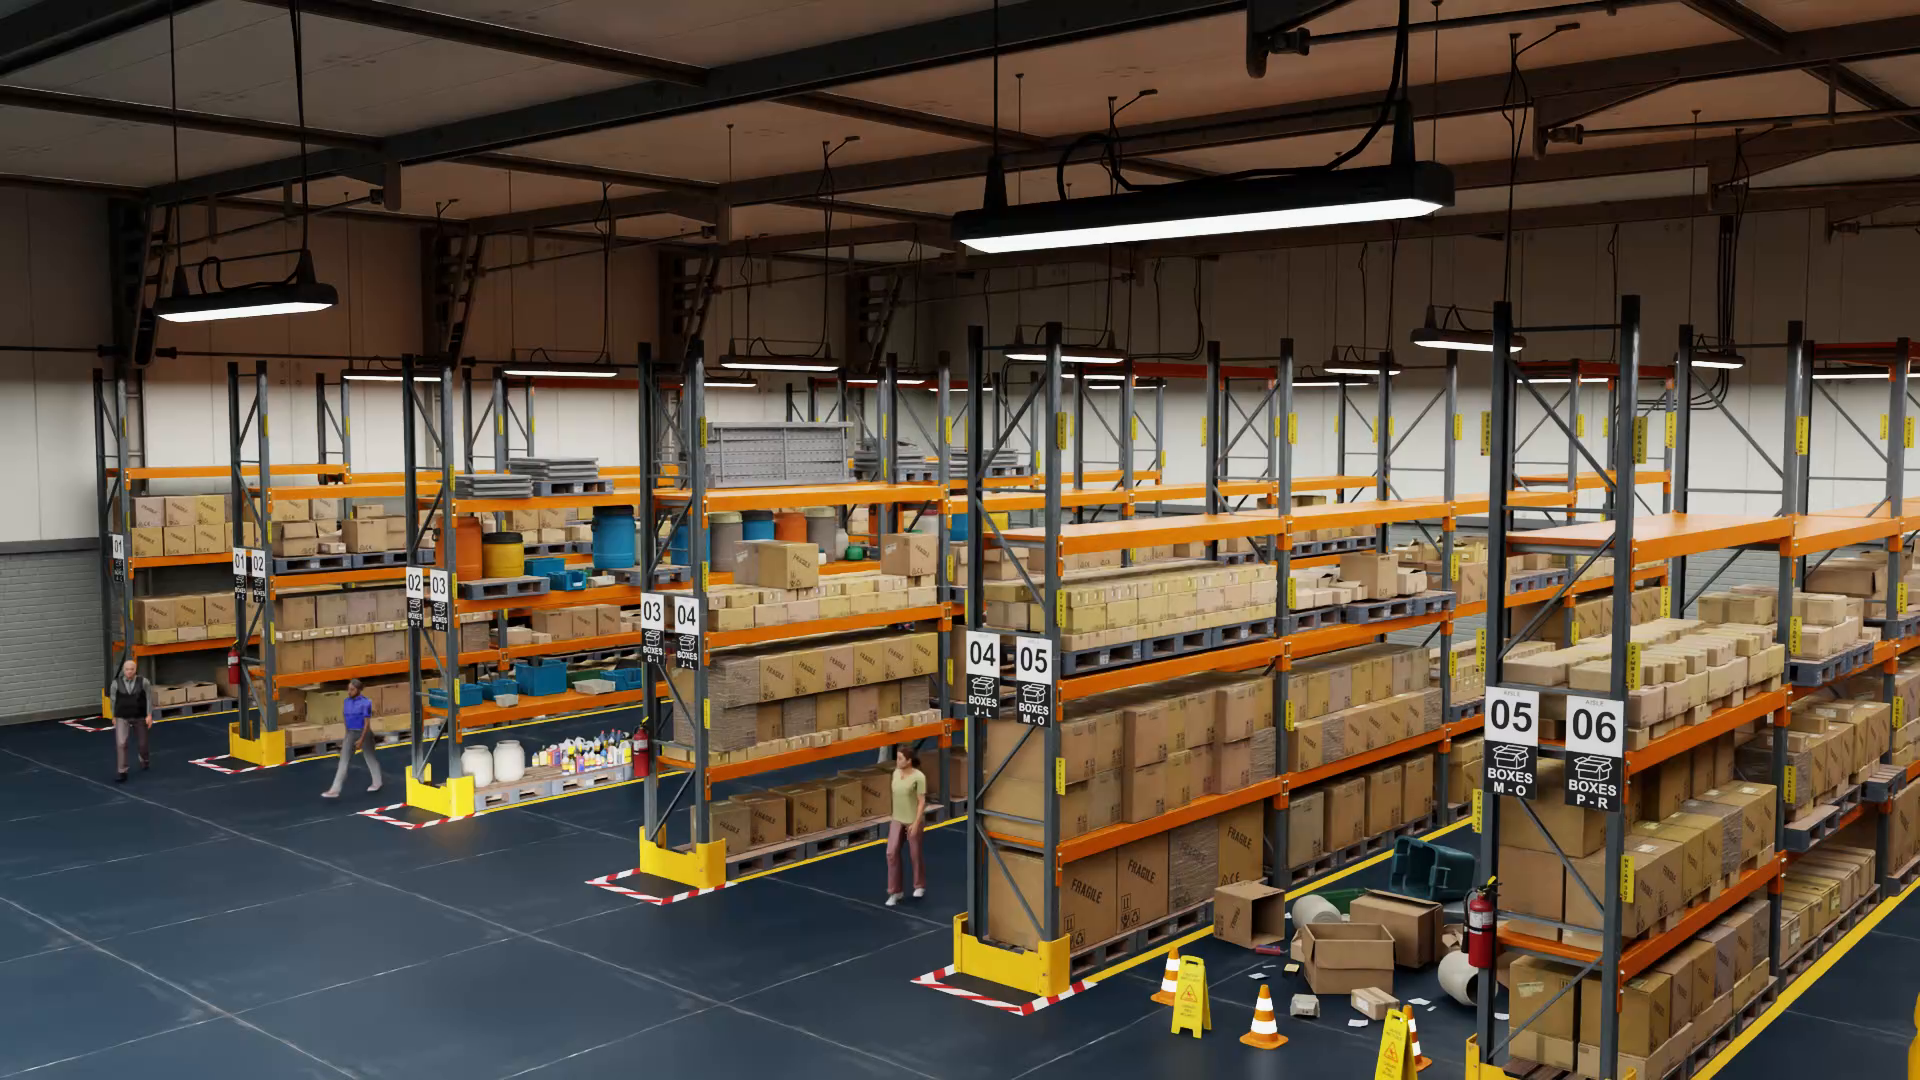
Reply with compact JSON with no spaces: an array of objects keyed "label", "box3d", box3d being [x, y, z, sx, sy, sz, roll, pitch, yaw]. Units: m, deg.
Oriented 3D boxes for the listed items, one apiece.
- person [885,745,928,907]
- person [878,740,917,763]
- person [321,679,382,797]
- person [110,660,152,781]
[{"label":"person","box3d":[-0.560,3.046,17.758,0.470,1.730,0.615,2,5,28]},{"label":"person","box3d":[-0.925,2.591,23.508,0.825,1.647,0.467,-3,5,-35]},{"label":"person","box3d":[-8.227,2.680,22.582,0.479,1.595,1.046,1,4,8]},{"label":"person","box3d":[-11.933,2.565,23.957,0.541,1.689,0.876,-2,5,-30]}]
